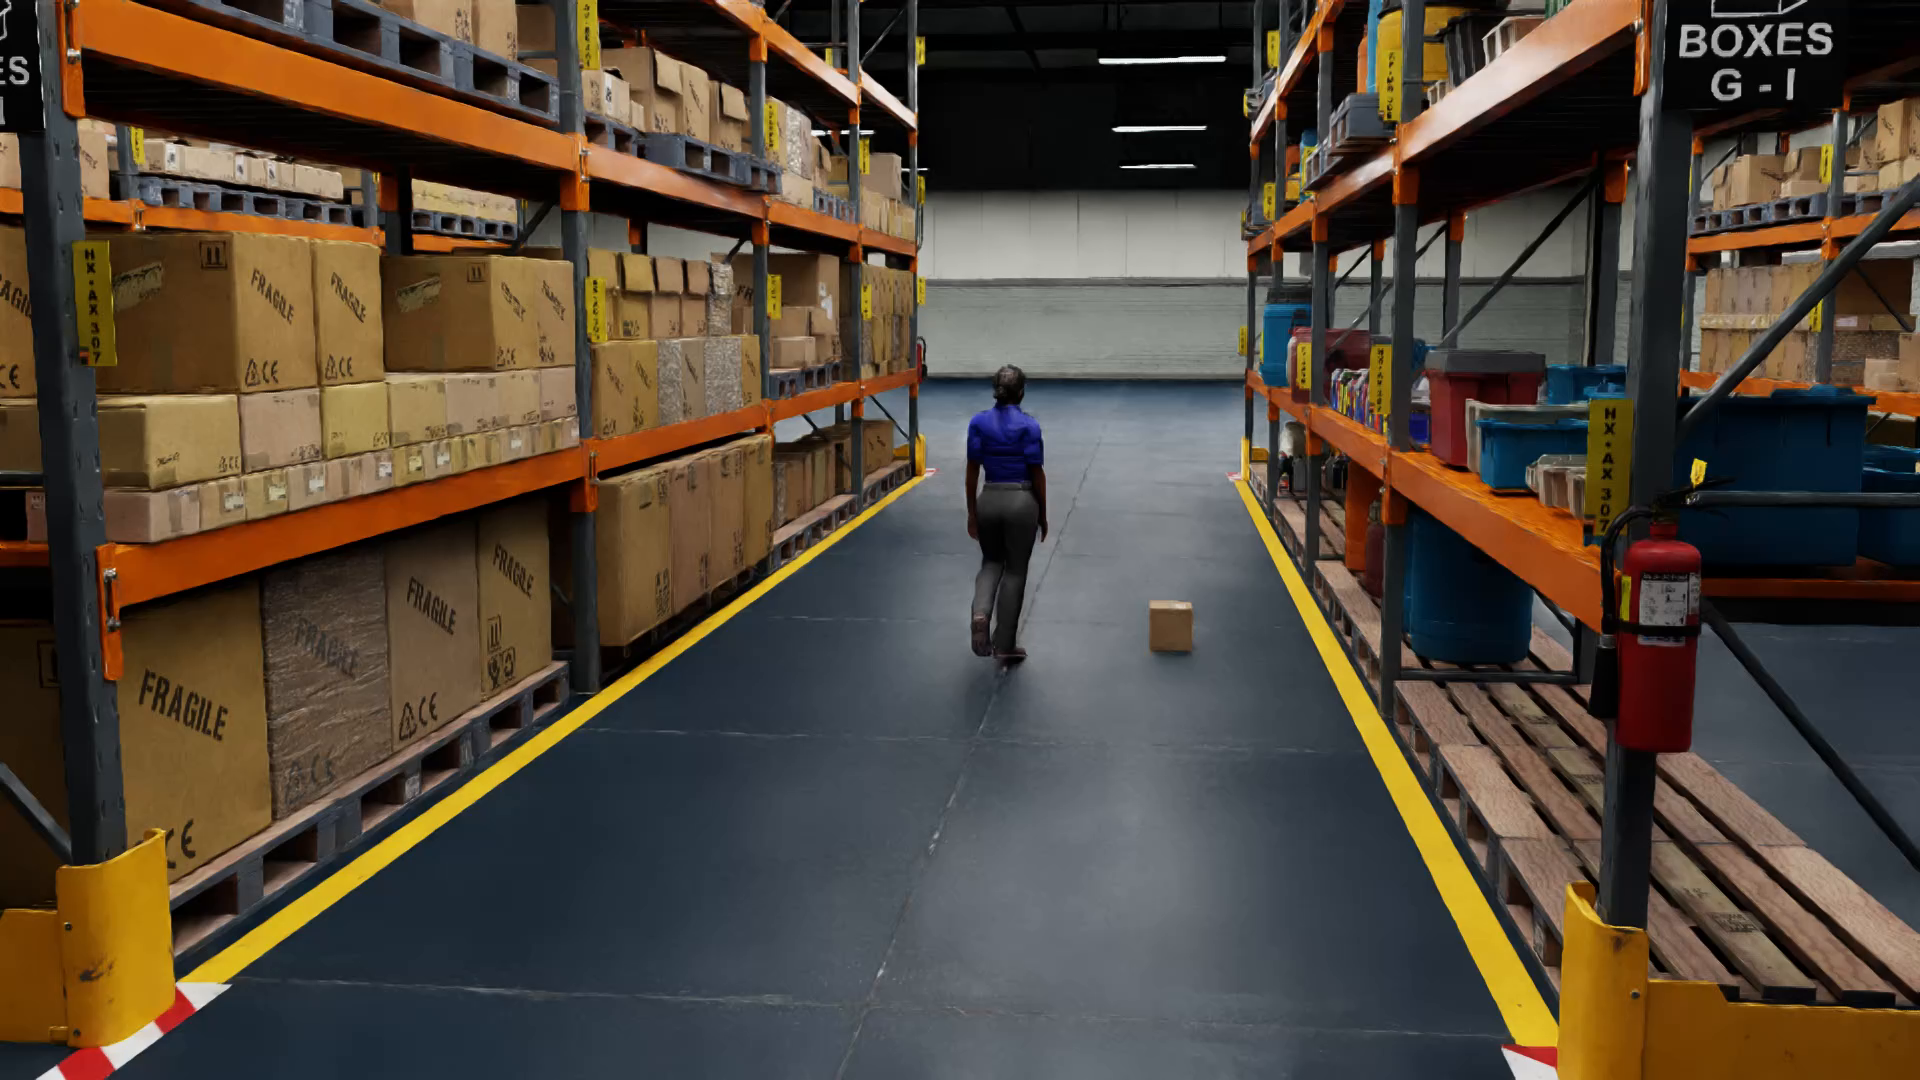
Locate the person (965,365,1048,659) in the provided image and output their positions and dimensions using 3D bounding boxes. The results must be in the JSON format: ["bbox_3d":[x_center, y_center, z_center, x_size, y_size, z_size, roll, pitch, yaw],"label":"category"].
[{"bbox_3d":[0.266,-0.146,9.260,0.455,1.655,0.460,3,8,24],"label":"person"}]
